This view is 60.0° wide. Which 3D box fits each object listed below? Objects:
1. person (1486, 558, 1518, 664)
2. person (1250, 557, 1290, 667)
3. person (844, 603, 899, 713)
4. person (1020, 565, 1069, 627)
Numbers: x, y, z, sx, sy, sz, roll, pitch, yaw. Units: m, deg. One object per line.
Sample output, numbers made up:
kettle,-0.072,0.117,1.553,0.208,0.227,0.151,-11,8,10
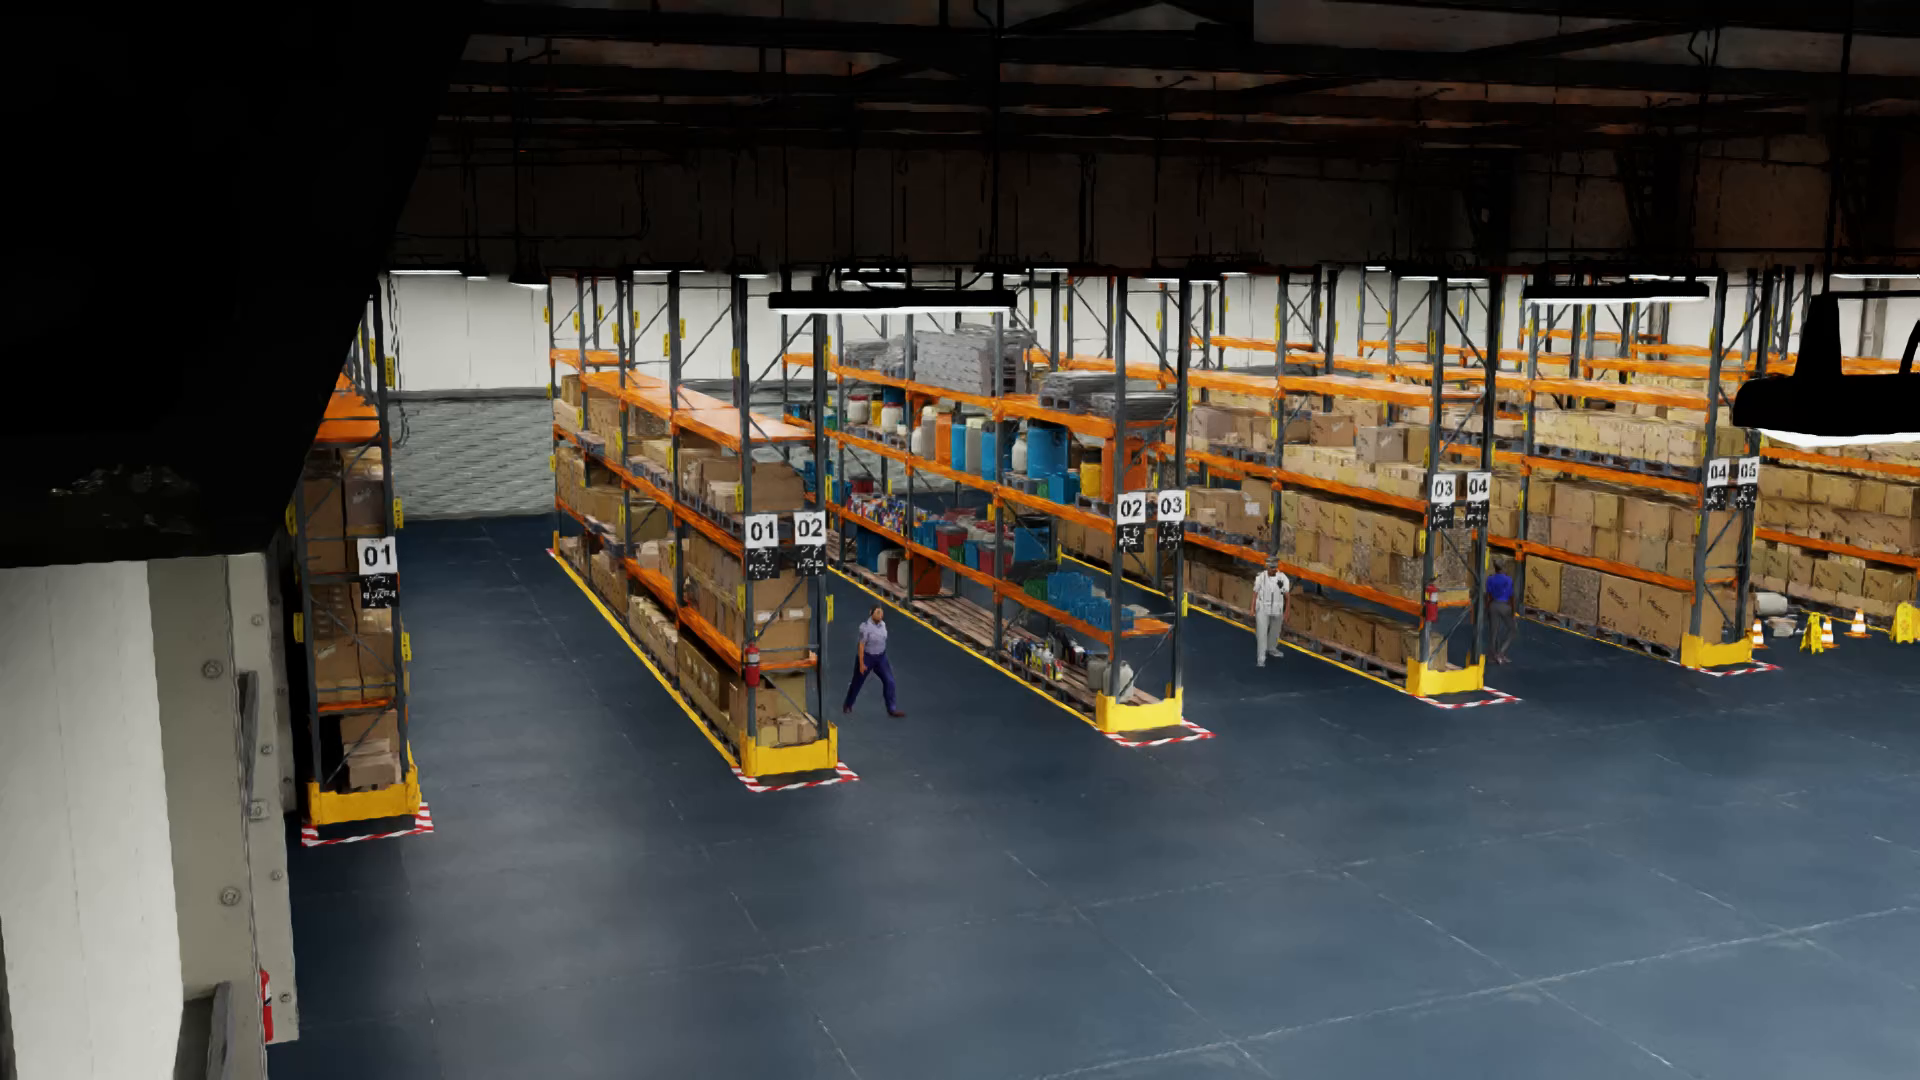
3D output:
person,8.304,1.101,25.569,0.501,1.656,0.422,8,13,40
person,4.784,1.064,25.644,0.585,1.701,0.979,0,10,1
person,-1.248,1.604,22.767,0.516,1.528,0.784,-10,14,-44
person,1.417,0.671,28.125,0.622,1.608,0.822,-8,13,-38
